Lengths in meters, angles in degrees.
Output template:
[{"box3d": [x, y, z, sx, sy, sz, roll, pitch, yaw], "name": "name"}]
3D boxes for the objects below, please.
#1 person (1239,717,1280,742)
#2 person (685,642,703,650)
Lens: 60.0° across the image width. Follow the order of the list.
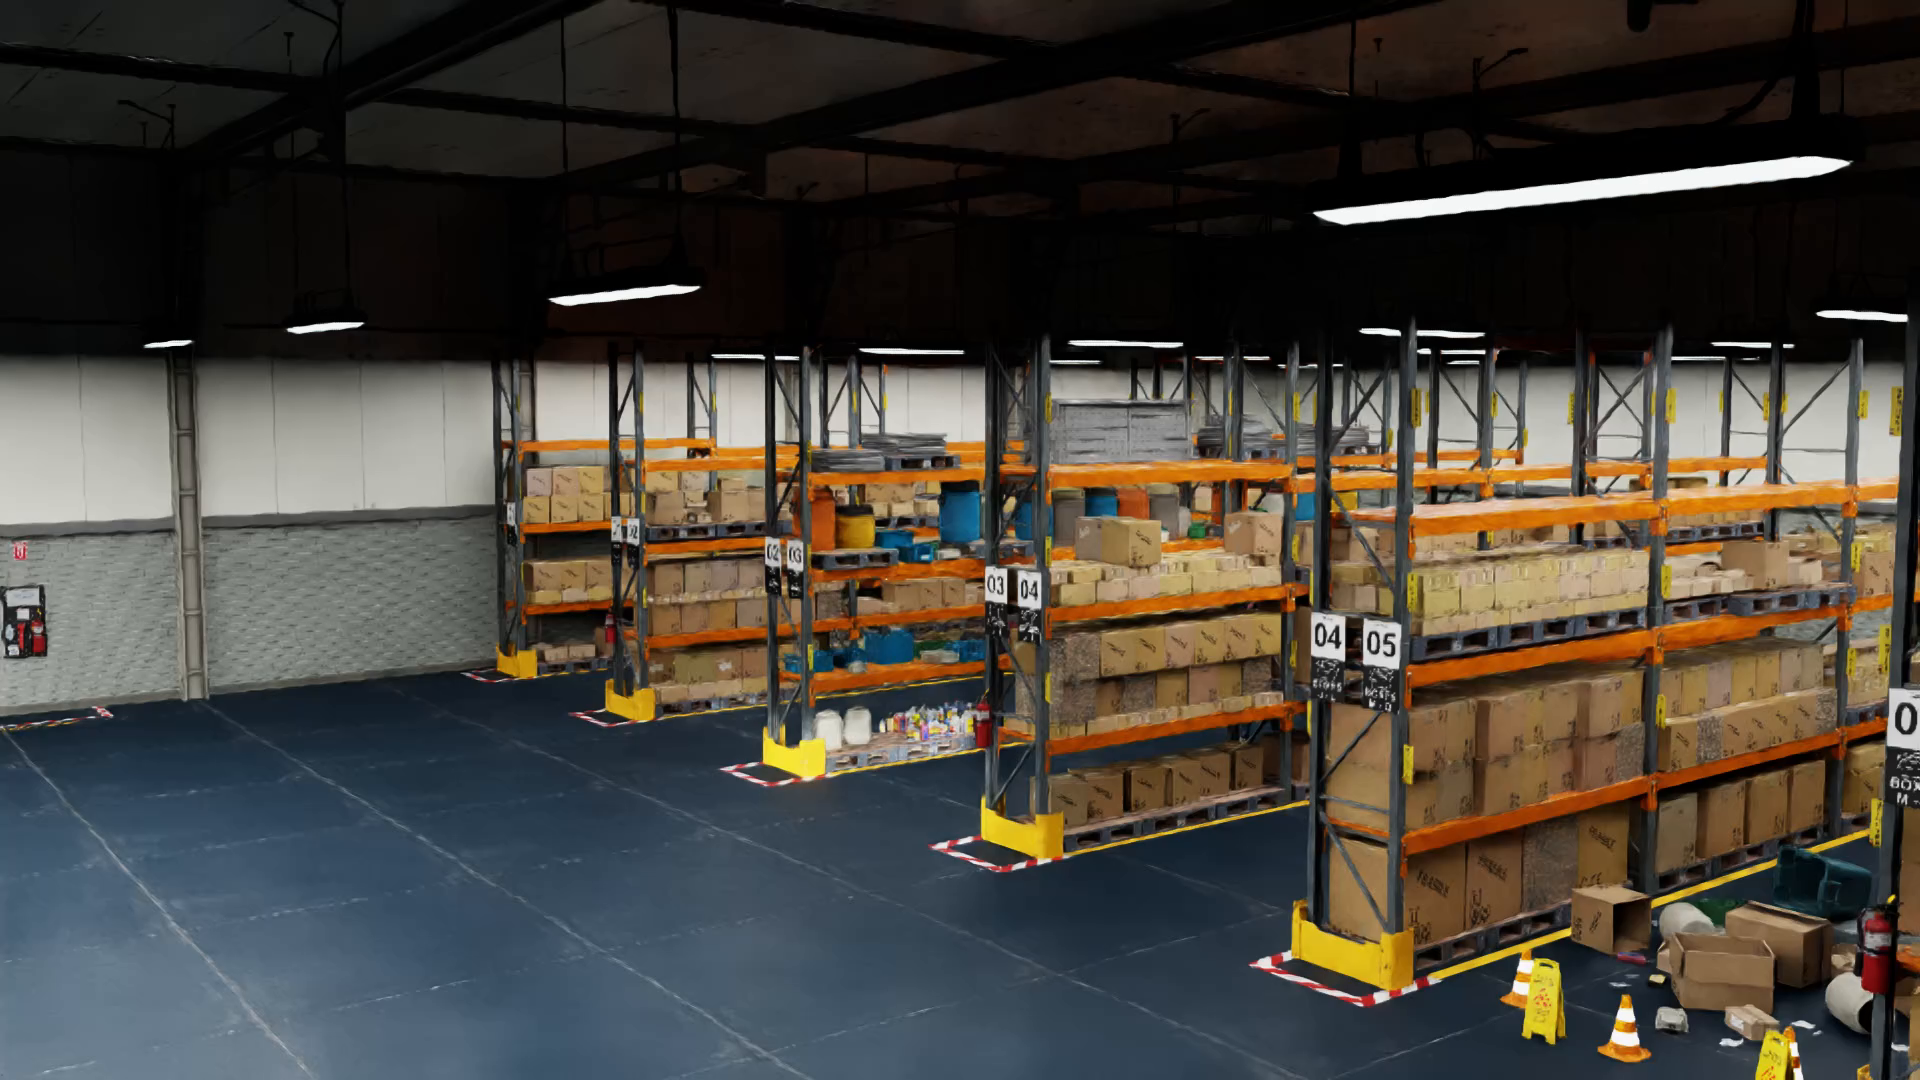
[{"box3d": [4.425, 2.230, 24.582, 0.948, 1.540, 0.430, -4, 6, -38], "name": "person"}, {"box3d": [-4.670, 1.780, 29.372, 0.512, 1.632, 0.639, -4, 6, -39], "name": "person"}]
